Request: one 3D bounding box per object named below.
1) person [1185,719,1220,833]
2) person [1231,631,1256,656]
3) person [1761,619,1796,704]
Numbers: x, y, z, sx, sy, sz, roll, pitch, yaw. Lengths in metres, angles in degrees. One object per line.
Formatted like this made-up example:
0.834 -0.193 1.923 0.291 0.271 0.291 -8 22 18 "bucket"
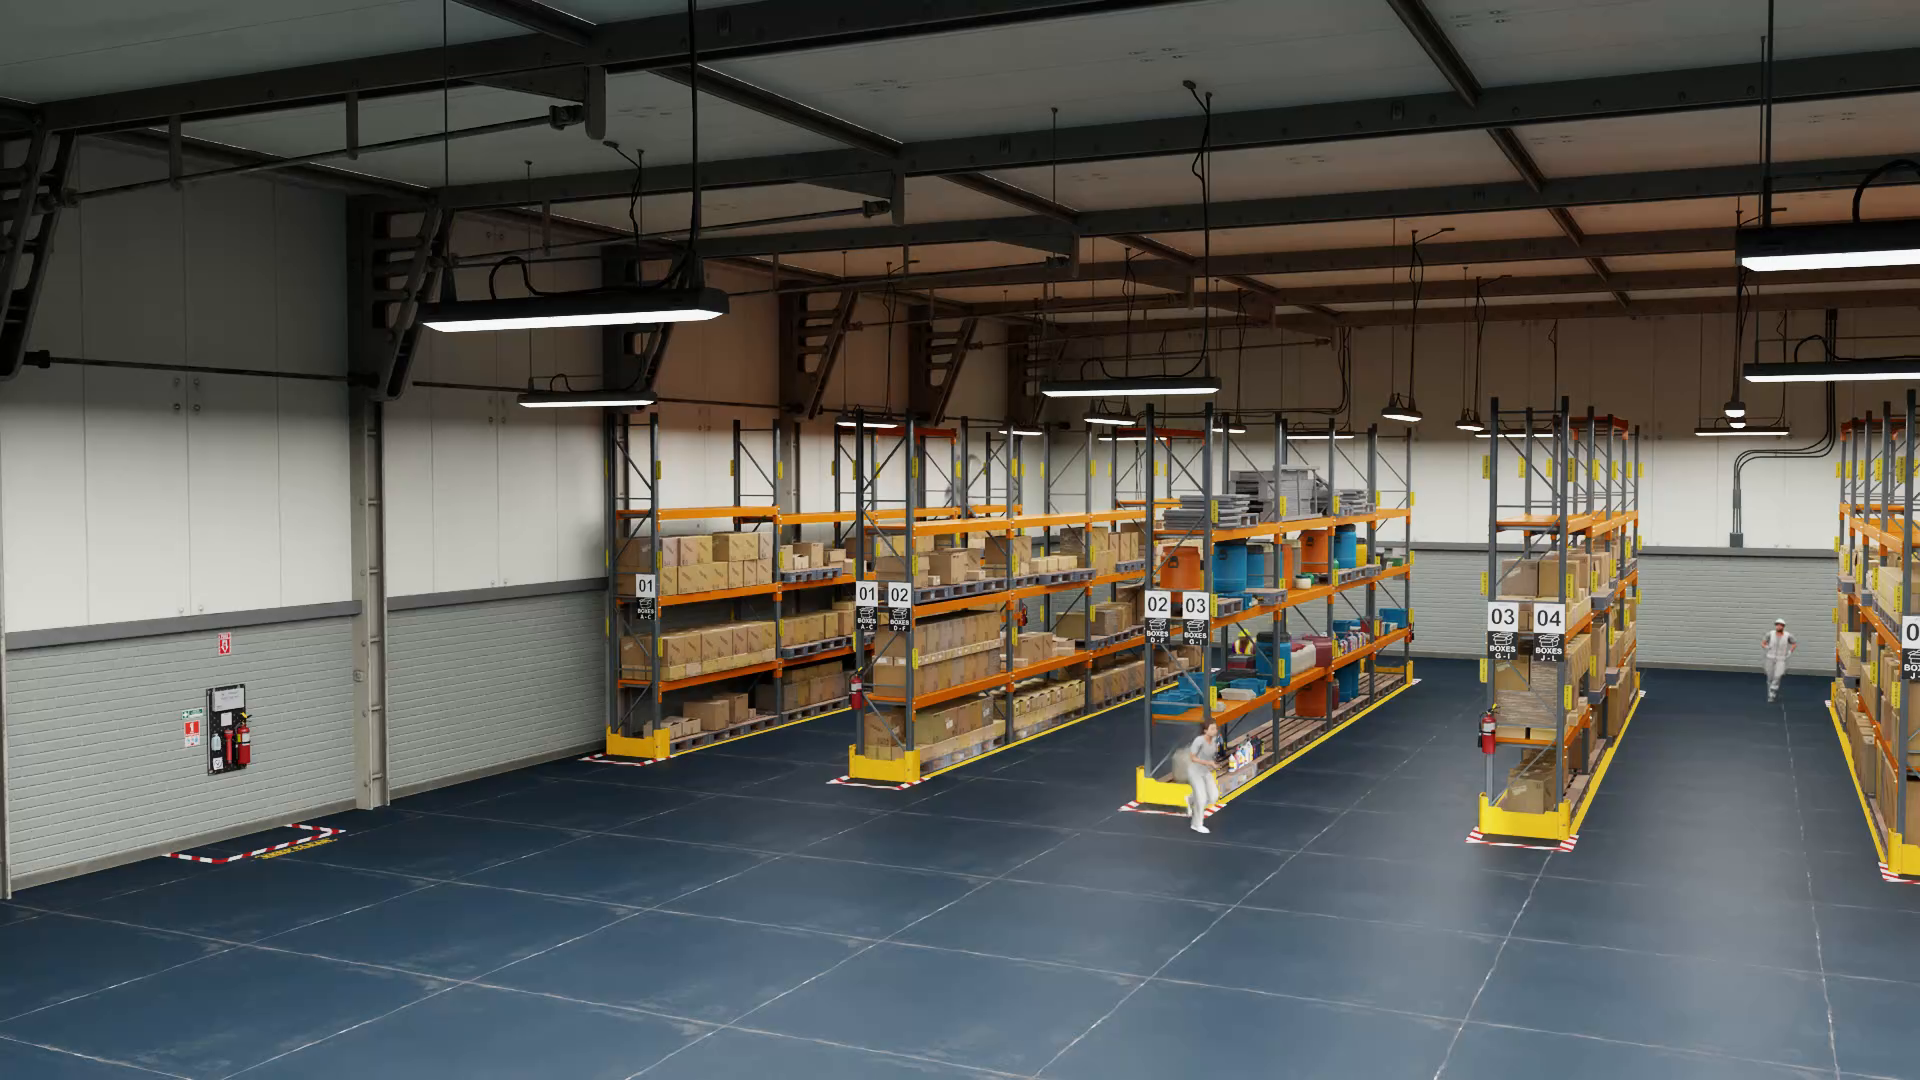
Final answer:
3.365 3.253 22.927 0.553 1.594 0.638 -2 3 -34 "person"
5.968 2.715 34.731 0.690 1.692 0.744 1 3 25 "person"
17.651 2.597 35.905 0.656 1.797 0.914 2 3 35 "person"
